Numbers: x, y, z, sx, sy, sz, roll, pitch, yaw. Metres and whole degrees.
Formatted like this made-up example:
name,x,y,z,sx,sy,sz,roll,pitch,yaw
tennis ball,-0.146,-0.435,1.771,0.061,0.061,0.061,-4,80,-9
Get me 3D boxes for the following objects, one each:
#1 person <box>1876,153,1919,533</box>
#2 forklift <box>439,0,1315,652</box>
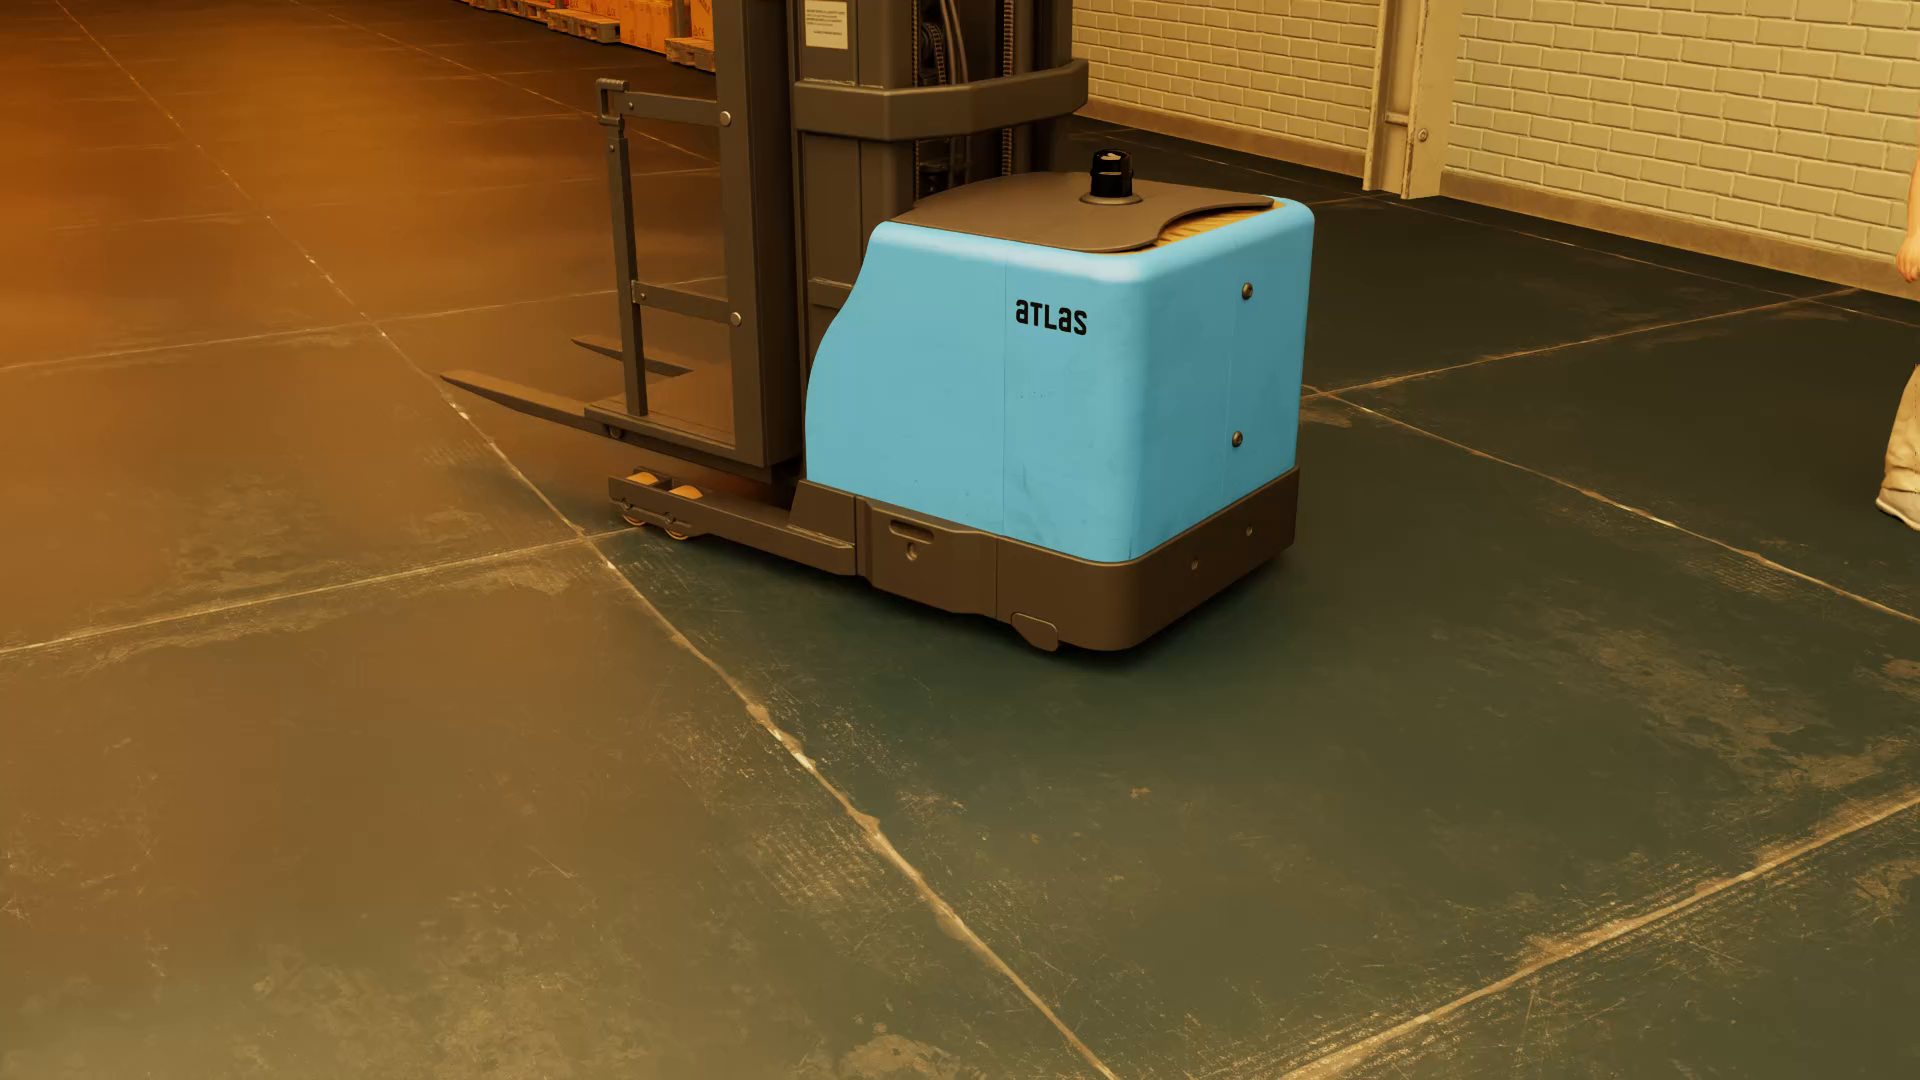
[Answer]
name,x,y,z,sx,sy,sz,roll,pitch,yaw
person,3.178,-0.883,5.015,0.668,1.727,0.422,-6,23,-13
forklift,-0.481,-1.497,4.922,3.031,2.935,1.130,16,27,34
